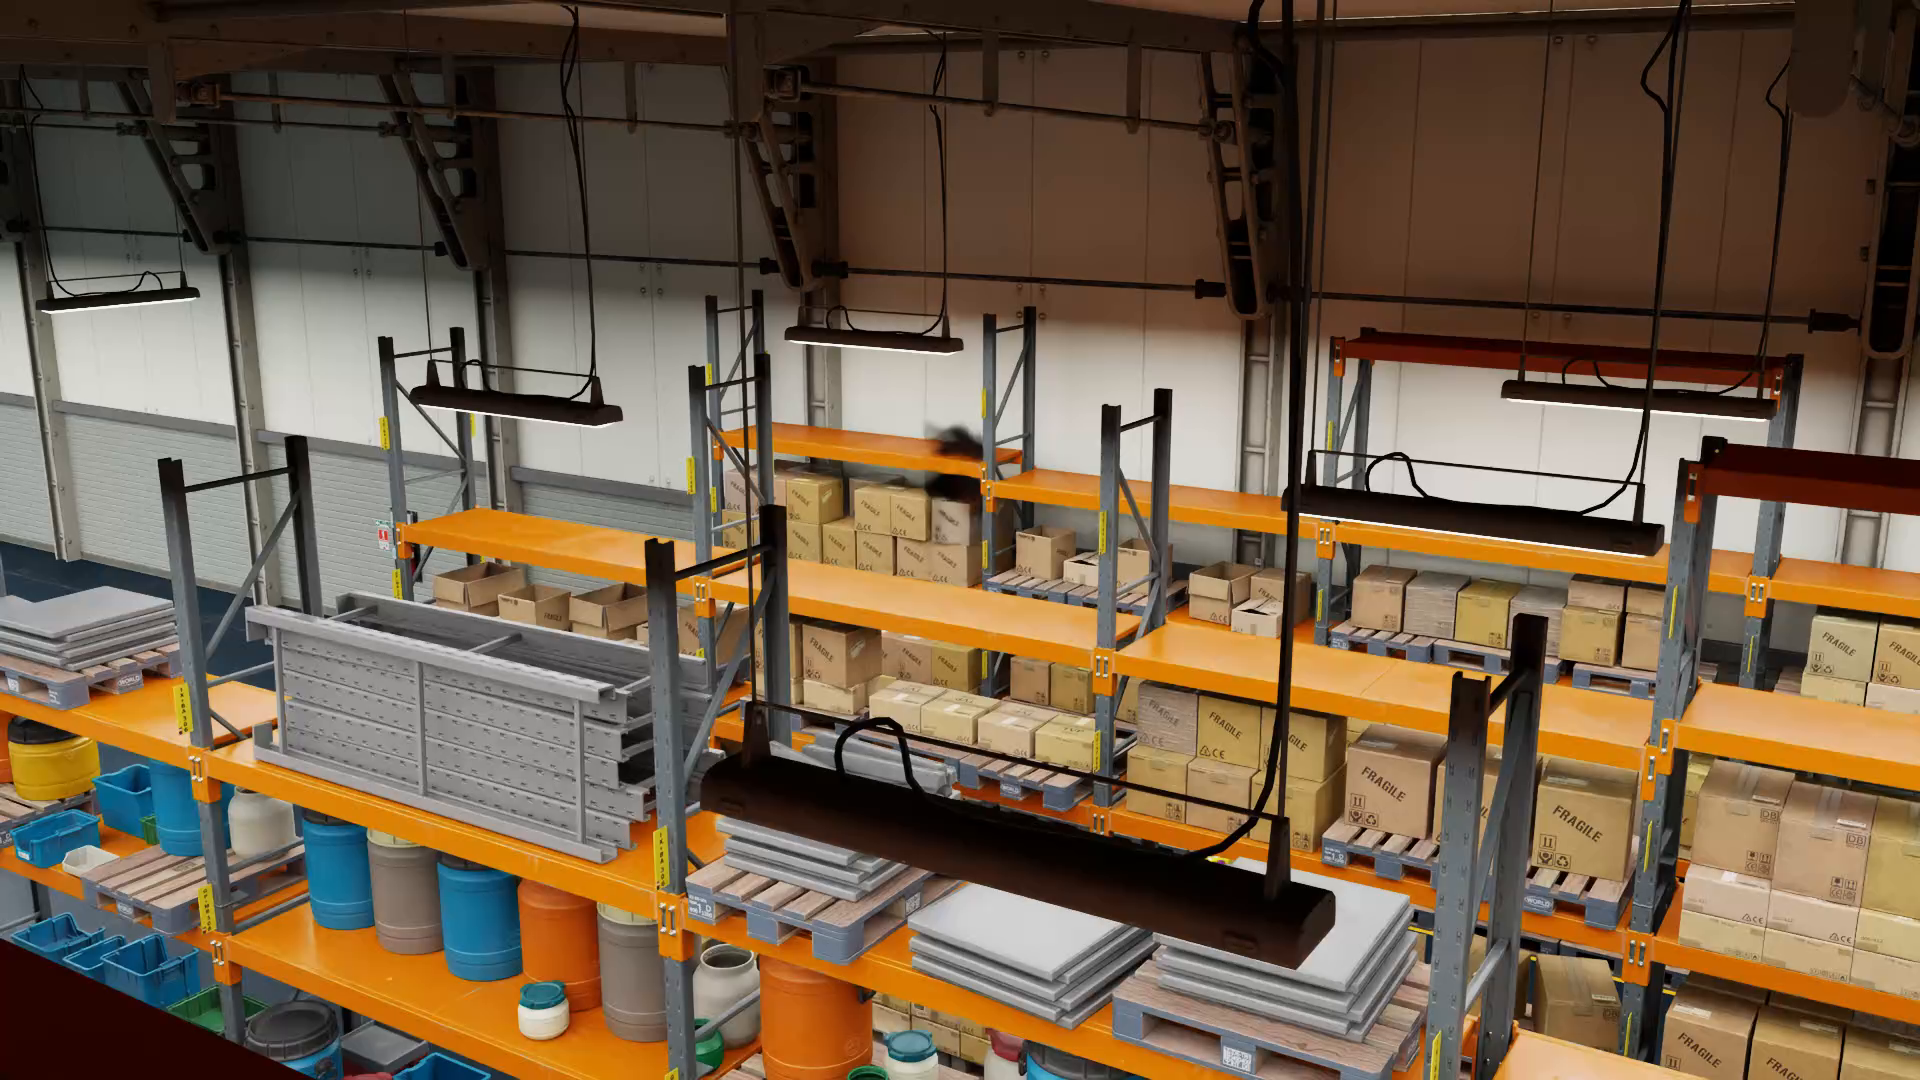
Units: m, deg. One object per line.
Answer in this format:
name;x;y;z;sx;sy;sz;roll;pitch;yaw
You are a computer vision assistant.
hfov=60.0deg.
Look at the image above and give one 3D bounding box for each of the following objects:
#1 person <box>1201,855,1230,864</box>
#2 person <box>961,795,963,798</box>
person;2.367;3.483;15.503;0.788;1.813;0.676;6;15;24
person;-0.365;2.869;16.779;0.594;1.759;0.664;8;16;29
